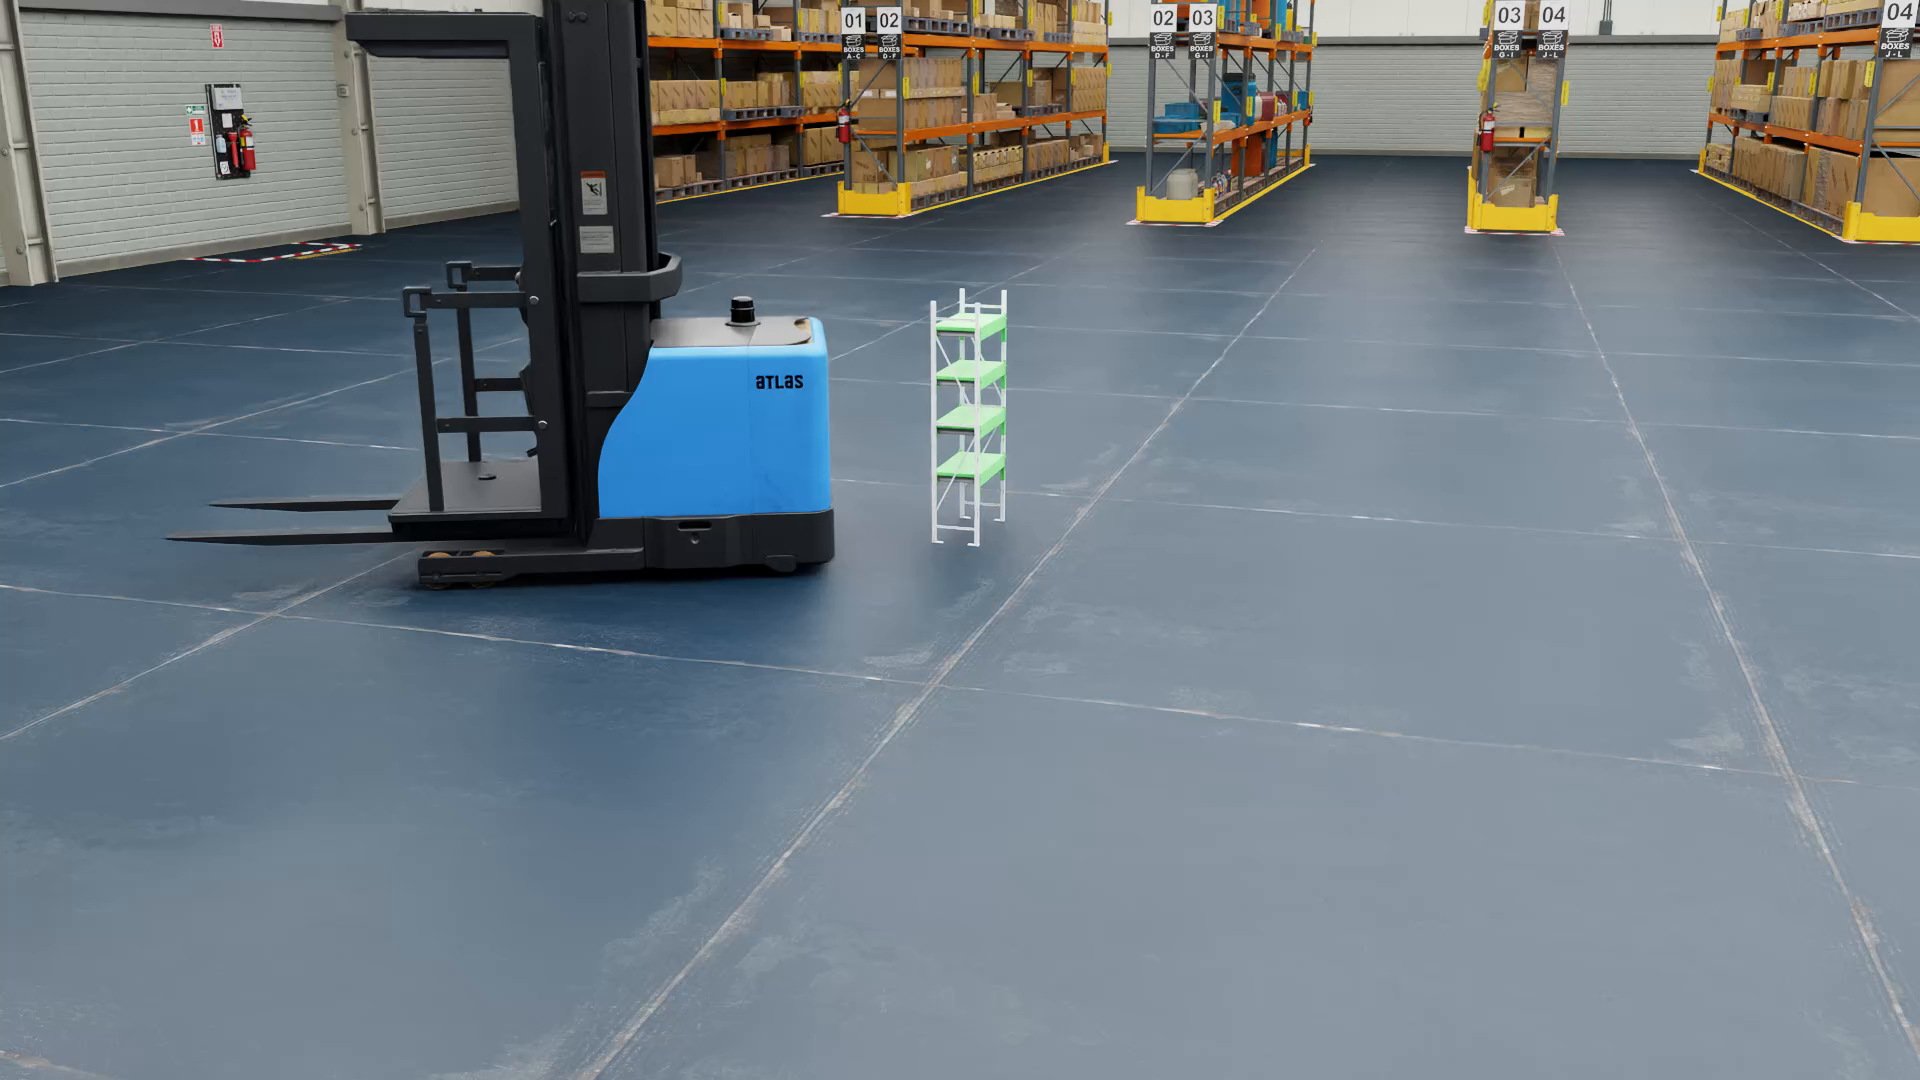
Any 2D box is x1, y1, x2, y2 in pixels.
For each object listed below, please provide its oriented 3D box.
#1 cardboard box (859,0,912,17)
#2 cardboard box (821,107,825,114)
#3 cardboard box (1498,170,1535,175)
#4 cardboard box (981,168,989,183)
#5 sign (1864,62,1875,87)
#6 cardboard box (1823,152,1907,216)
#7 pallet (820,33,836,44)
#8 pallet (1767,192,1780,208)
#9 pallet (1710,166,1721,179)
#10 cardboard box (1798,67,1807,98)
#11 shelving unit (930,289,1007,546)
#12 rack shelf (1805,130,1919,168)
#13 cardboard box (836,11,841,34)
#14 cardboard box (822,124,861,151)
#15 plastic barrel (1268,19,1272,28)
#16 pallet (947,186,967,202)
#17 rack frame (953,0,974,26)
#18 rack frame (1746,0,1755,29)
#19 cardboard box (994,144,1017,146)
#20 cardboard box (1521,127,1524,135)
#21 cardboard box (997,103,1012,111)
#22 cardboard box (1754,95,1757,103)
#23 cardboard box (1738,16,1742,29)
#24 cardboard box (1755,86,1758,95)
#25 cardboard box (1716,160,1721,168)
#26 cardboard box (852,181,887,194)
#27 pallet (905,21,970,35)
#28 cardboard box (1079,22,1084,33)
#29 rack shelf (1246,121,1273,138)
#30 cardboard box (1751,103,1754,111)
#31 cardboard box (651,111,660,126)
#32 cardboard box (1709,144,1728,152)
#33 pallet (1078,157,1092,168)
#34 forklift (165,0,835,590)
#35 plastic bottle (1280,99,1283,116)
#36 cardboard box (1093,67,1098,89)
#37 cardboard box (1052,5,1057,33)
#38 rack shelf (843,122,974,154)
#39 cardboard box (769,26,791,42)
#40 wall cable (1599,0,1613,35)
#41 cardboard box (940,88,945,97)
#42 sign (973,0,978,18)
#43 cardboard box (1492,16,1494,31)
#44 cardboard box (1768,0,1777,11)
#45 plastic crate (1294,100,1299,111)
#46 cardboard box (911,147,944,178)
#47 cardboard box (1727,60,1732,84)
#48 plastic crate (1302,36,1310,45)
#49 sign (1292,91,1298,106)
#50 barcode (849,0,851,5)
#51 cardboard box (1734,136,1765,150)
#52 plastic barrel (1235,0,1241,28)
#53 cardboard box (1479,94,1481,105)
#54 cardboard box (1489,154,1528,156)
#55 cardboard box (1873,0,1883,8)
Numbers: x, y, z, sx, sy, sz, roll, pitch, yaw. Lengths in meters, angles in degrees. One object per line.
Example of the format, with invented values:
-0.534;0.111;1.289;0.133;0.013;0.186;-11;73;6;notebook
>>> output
-1.221;-8.683;26.733;0.797;0.503;0.637;6;17;20;cardboard box
-3.211;-9.543;36.900;0.380;0.149;0.250;5;17;17;cardboard box
8.836;-5.627;26.483;0.500;0.500;0.500;3;16;11;cardboard box
0.247;-6.916;31.487;0.500;0.250;0.500;5;17;17;cardboard box
12.319;-6.307;22.513;0.100;0.325;0.005;5;16;16;sign
13.212;-5.183;24.231;0.875;0.875;0.875;4;16;15;cardboard box
-3.419;-11.065;36.691;1.003;0.211;1.213;5;17;18;pallet
14.463;-5.823;28.474;1.003;0.211;1.213;5;16;16;pallet
16.747;-7.887;35.750;1.003;0.211;1.213;5;16;16;pallet
14.540;-7.695;27.948;0.700;0.500;0.500;4;16;15;cardboard box
0.047;-0.621;8.318;0.258;1.200;0.503;5;16;16;shelving unit
13.403;-5.768;24.485;1.077;0.370;4.000;5;16;16;rack shelf
-3.084;-11.775;37.859;0.700;0.500;0.500;4;16;13;cardboard box
-2.789;-9.281;38.724;0.750;0.750;0.750;5;17;17;cardboard box
6.154;-10.309;33.194;0.294;0.245;0.294;0;16;0;plastic barrel
-0.518;-6.271;30.052;1.003;0.211;1.213;5;16;16;pallet
-0.252;-10.703;29.575;1.000;3.000;0.127;5;16;16;rack frame
16.245;-11.616;32.793;1.000;3.000;0.127;5;16;16;rack frame
0.925;-8.136;35.291;0.500;0.500;0.500;5;17;18;cardboard box
8.767;-6.264;25.379;0.380;0.149;0.250;5;16;16;cardboard box
0.739;-8.729;33.771;0.500;0.311;0.500;6;17;19;cardboard box
14.886;-8.142;30.685;0.380;0.149;0.250;5;17;18;cardboard box
16.291;-10.617;34.126;0.500;0.250;0.500;4;16;14;cardboard box
14.882;-8.280;30.626;0.380;0.149;0.250;4;16;15;cardboard box
16.499;-8.089;35.806;0.380;0.149;0.250;5;16;16;cardboard box
-1.520;-5.813;27.597;0.500;0.250;0.500;5;16;16;cardboard box
-0.470;-8.993;29.202;1.003;0.211;1.213;5;16;16;pallet
2.538;-11.761;38.158;0.500;0.250;0.500;5;16;16;cardboard box
5.064;-7.609;30.978;1.077;0.370;4.000;5;16;16;rack shelf
14.953;-8.062;30.945;0.380;0.149;0.250;5;17;17;cardboard box
-5.562;-7.331;28.918;0.500;0.250;0.500;4;16;14;cardboard box
16.750;-8.645;36.676;0.380;0.149;0.250;5;16;16;cardboard box
2.562;-9.068;39.915;1.003;0.211;1.213;5;16;16;pallet
-2.139;-1.337;7.673;3.031;2.935;1.130;-2;16;-6;forklift
6.822;-9.236;35.484;0.144;0.351;0.185;5;16;16;plastic bottle
3.010;-11.080;39.880;0.500;0.500;0.500;5;17;17;cardboard box
1.808;-11.526;36.834;0.600;0.600;0.600;3;16;11;cardboard box
-0.820;-6.948;28.647;1.077;0.370;4.000;5;16;16;rack shelf
-3.812;-10.448;34.296;0.500;0.311;0.500;5;16;16;cardboard box
17.567;-15.834;41.766;2.277;5.999;0.120;5;16;16;wall cable
-0.486;-7.758;28.811;0.380;0.149;0.250;5;17;17;cardboard box
0.281;-9.505;29.752;0.100;0.325;0.005;5;16;16;sign
8.141;-7.649;24.578;0.500;0.250;0.500;5;17;16;cardboard box
15.320;-10.007;31.030;0.396;0.266;0.258;5;16;16;cardboard box
7.568;-9.963;38.154;0.416;0.233;0.300;5;16;16;plastic crate
-0.594;-6.526;28.736;0.500;0.500;0.500;5;16;16;cardboard box
16.420;-9.815;34.875;0.500;0.500;0.500;5;17;17;cardboard box
7.900;-11.633;38.736;0.450;0.188;0.336;5;16;16;plastic crate
7.296;-9.615;36.225;0.100;0.325;0.005;5;16;16;sign
-1.765;-8.610;26.625;0.001;0.075;0.075;5;16;16;barcode
15.782;-7.917;33.183;0.500;0.250;0.500;4;16;13;cardboard box
4.804;-9.609;30.293;0.600;0.901;0.708;5;16;16;plastic barrel
12.260;-10.154;38.361;0.500;0.250;0.500;4;16;14;cardboard box
10.210;-6.927;31.029;0.700;0.500;0.500;4;16;13;cardboard box
12.604;-7.276;22.496;0.380;0.149;0.250;5;16;16;cardboard box
